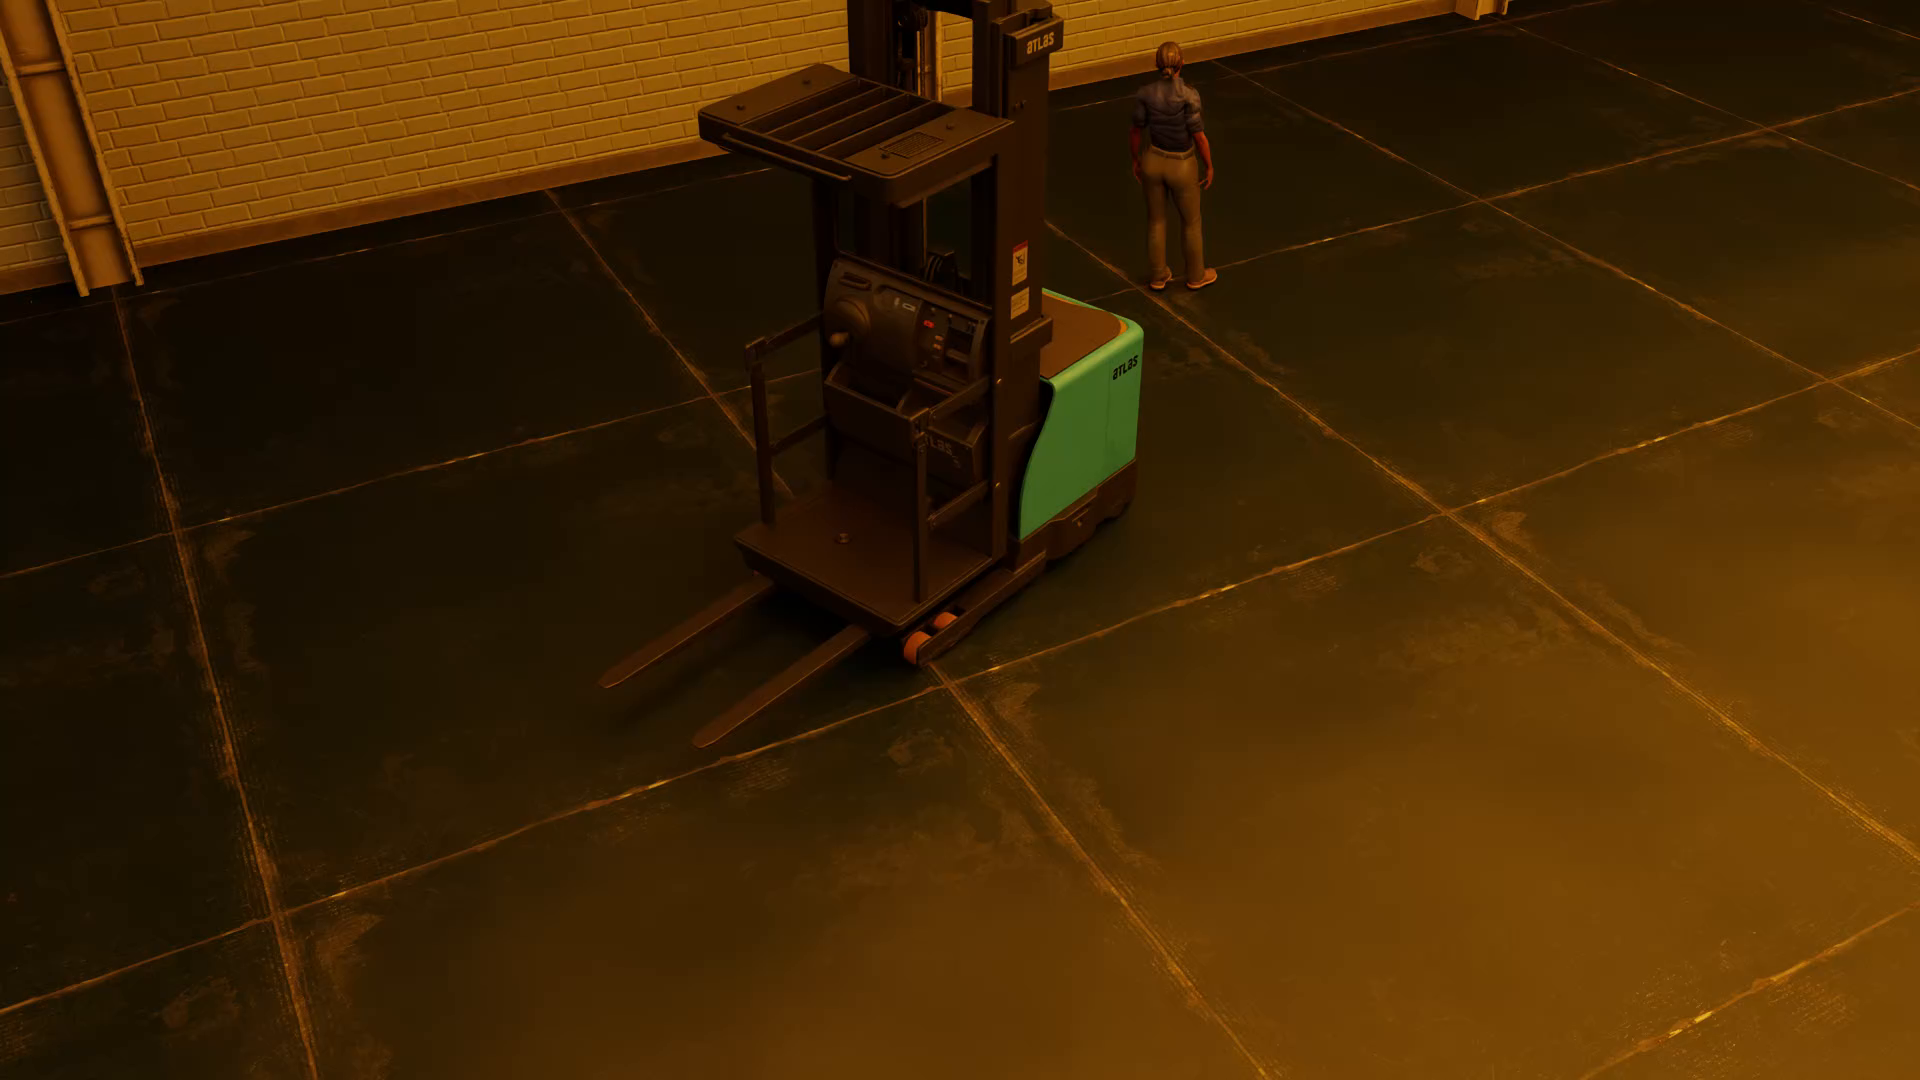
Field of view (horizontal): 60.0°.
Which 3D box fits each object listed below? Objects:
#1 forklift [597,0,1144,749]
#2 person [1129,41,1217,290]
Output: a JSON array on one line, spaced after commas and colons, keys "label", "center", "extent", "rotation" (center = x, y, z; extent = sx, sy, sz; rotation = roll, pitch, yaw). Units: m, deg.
[{"label": "forklift", "center": [-0.390, -0.927, 7.434], "extent": [1.130, 2.935, 3.031], "rotation": [26, 43, 31]}, {"label": "person", "center": [1.376, -2.386, 10.593], "extent": [0.570, 1.654, 0.504], "rotation": [16, 38, 21]}]
